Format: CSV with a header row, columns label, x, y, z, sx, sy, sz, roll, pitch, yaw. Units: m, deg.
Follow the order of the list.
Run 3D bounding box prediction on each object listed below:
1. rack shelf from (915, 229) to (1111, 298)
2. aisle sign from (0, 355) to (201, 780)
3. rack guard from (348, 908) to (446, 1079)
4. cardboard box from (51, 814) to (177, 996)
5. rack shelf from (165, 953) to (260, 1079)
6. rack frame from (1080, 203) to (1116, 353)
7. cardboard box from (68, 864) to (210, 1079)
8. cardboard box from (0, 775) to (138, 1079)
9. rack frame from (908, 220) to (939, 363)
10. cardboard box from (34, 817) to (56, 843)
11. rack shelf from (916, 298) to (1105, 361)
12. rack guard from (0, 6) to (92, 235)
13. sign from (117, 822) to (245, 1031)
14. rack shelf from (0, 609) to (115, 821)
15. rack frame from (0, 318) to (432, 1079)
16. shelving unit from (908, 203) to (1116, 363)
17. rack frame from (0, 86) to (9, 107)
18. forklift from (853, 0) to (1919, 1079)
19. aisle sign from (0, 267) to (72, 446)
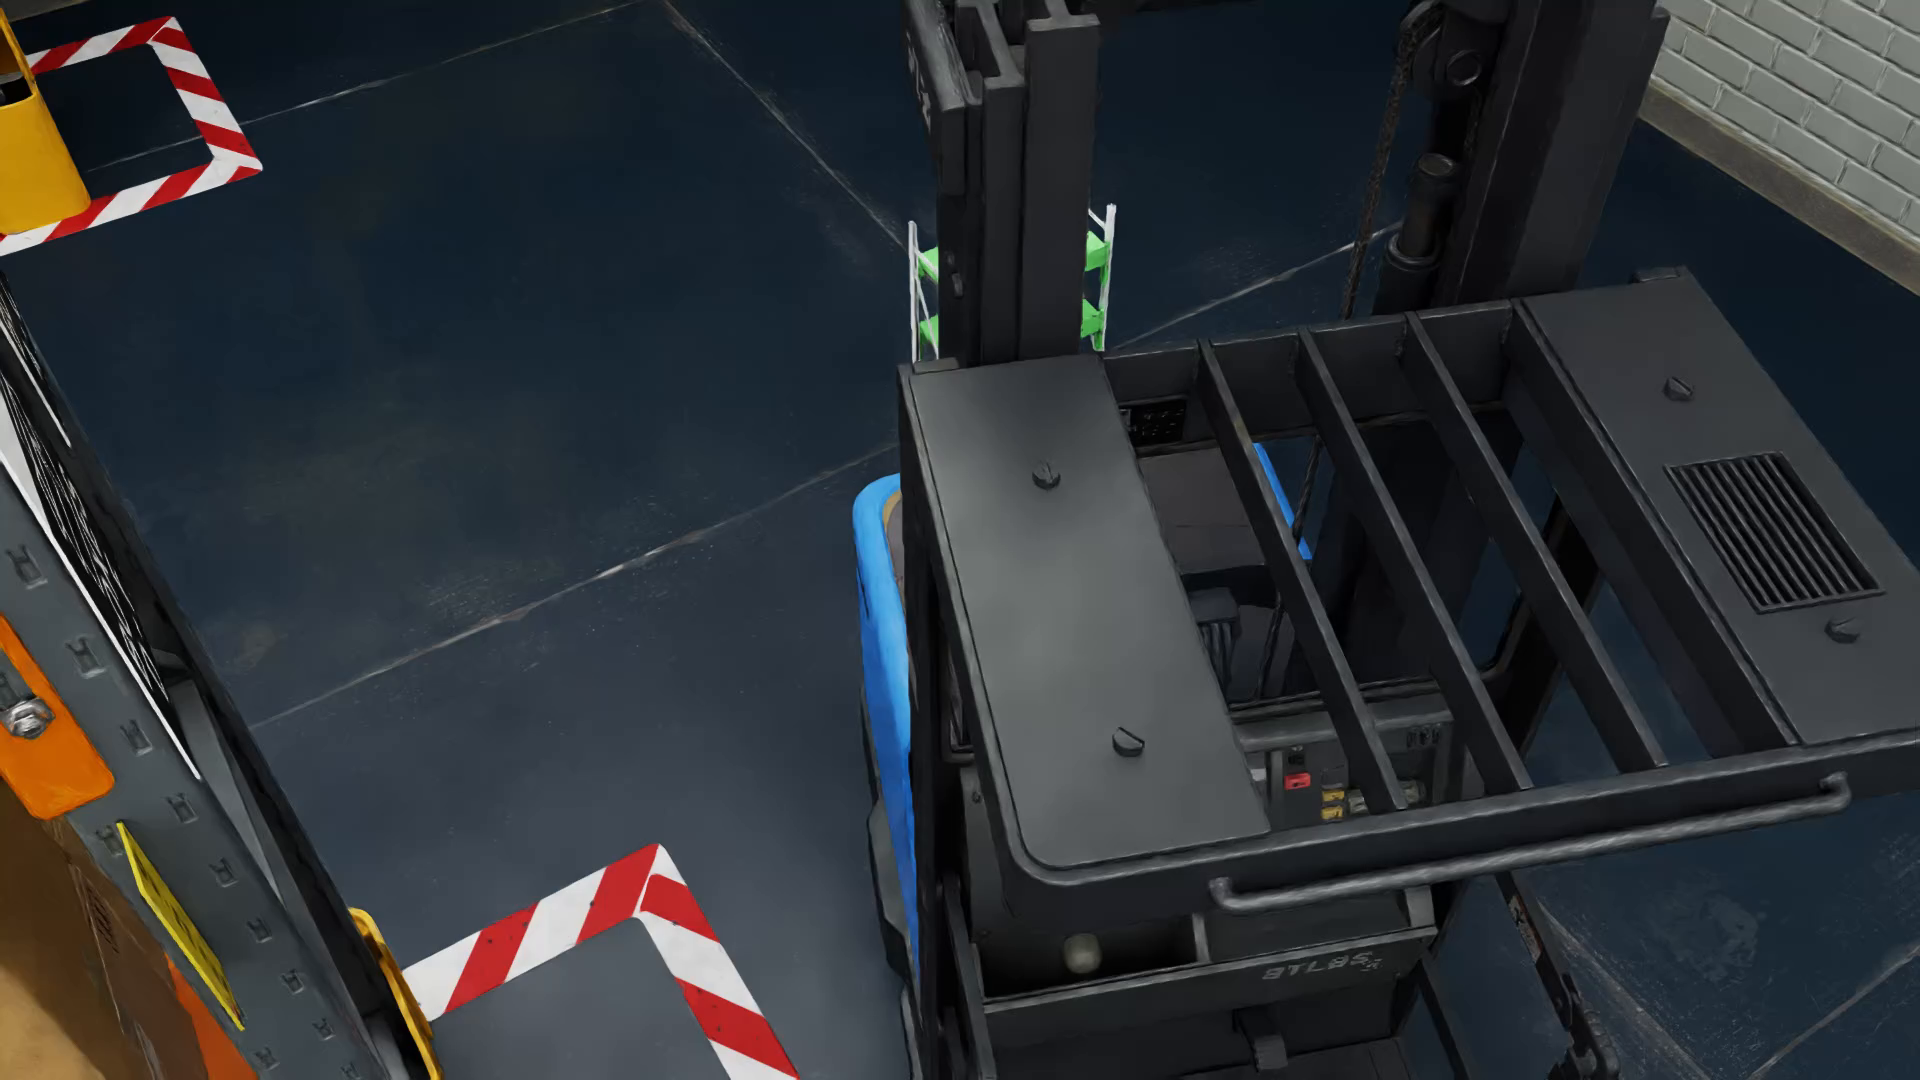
label,x,y,z,sx,sy,sz,roll,pitch,yaw
rack shelf,0.140,-0.742,4.550,0.480,0.148,0.258,-25,53,-21
aisle sign,-0.928,-0.128,1.614,0.004,0.787,0.394,-25,53,-21
rack guard,-1.213,1.432,3.640,0.348,0.500,1.175,-25,53,-21
cardboard box,-1.665,0.547,2.687,0.500,0.500,0.500,-24,53,-20
rack shelf,-2.840,1.607,2.292,4.000,0.370,1.077,-25,53,-21
rack frame,0.346,-0.562,4.947,0.015,1.200,0.240,-25,53,-21
cardboard box,-1.382,0.888,2.384,0.500,0.500,0.500,-24,52,-20
cardboard box,-1.378,0.556,2.010,0.500,0.500,0.500,-26,53,-21
rack frame,-0.066,-0.368,4.774,0.015,1.200,0.240,-25,53,-21
cardboard box,-1.665,0.215,2.314,0.500,0.500,0.500,-24,52,-20
rack shelf,0.140,-0.582,4.729,0.480,0.148,0.258,-25,53,-21
rack guard,-3.775,-1.735,6.460,0.348,0.500,1.175,-25,53,-21
sign,-0.870,0.439,1.864,0.005,0.325,0.100,-25,53,-21
rack shelf,-2.840,0.609,1.172,4.000,0.370,1.077,-25,53,-21
rack frame,-1.149,0.570,2.733,0.127,3.000,1.000,-25,53,-21
shelving unit,0.140,-0.465,4.861,0.503,1.200,0.258,-25,53,-21
rack frame,-3.795,-2.557,5.518,0.127,3.000,1.000,-25,53,-21
forklift,0.508,0.609,2.745,1.130,2.935,3.031,-8,49,-7
aisle sign,-1.248,-0.507,1.952,0.004,0.787,0.394,-25,53,-21
